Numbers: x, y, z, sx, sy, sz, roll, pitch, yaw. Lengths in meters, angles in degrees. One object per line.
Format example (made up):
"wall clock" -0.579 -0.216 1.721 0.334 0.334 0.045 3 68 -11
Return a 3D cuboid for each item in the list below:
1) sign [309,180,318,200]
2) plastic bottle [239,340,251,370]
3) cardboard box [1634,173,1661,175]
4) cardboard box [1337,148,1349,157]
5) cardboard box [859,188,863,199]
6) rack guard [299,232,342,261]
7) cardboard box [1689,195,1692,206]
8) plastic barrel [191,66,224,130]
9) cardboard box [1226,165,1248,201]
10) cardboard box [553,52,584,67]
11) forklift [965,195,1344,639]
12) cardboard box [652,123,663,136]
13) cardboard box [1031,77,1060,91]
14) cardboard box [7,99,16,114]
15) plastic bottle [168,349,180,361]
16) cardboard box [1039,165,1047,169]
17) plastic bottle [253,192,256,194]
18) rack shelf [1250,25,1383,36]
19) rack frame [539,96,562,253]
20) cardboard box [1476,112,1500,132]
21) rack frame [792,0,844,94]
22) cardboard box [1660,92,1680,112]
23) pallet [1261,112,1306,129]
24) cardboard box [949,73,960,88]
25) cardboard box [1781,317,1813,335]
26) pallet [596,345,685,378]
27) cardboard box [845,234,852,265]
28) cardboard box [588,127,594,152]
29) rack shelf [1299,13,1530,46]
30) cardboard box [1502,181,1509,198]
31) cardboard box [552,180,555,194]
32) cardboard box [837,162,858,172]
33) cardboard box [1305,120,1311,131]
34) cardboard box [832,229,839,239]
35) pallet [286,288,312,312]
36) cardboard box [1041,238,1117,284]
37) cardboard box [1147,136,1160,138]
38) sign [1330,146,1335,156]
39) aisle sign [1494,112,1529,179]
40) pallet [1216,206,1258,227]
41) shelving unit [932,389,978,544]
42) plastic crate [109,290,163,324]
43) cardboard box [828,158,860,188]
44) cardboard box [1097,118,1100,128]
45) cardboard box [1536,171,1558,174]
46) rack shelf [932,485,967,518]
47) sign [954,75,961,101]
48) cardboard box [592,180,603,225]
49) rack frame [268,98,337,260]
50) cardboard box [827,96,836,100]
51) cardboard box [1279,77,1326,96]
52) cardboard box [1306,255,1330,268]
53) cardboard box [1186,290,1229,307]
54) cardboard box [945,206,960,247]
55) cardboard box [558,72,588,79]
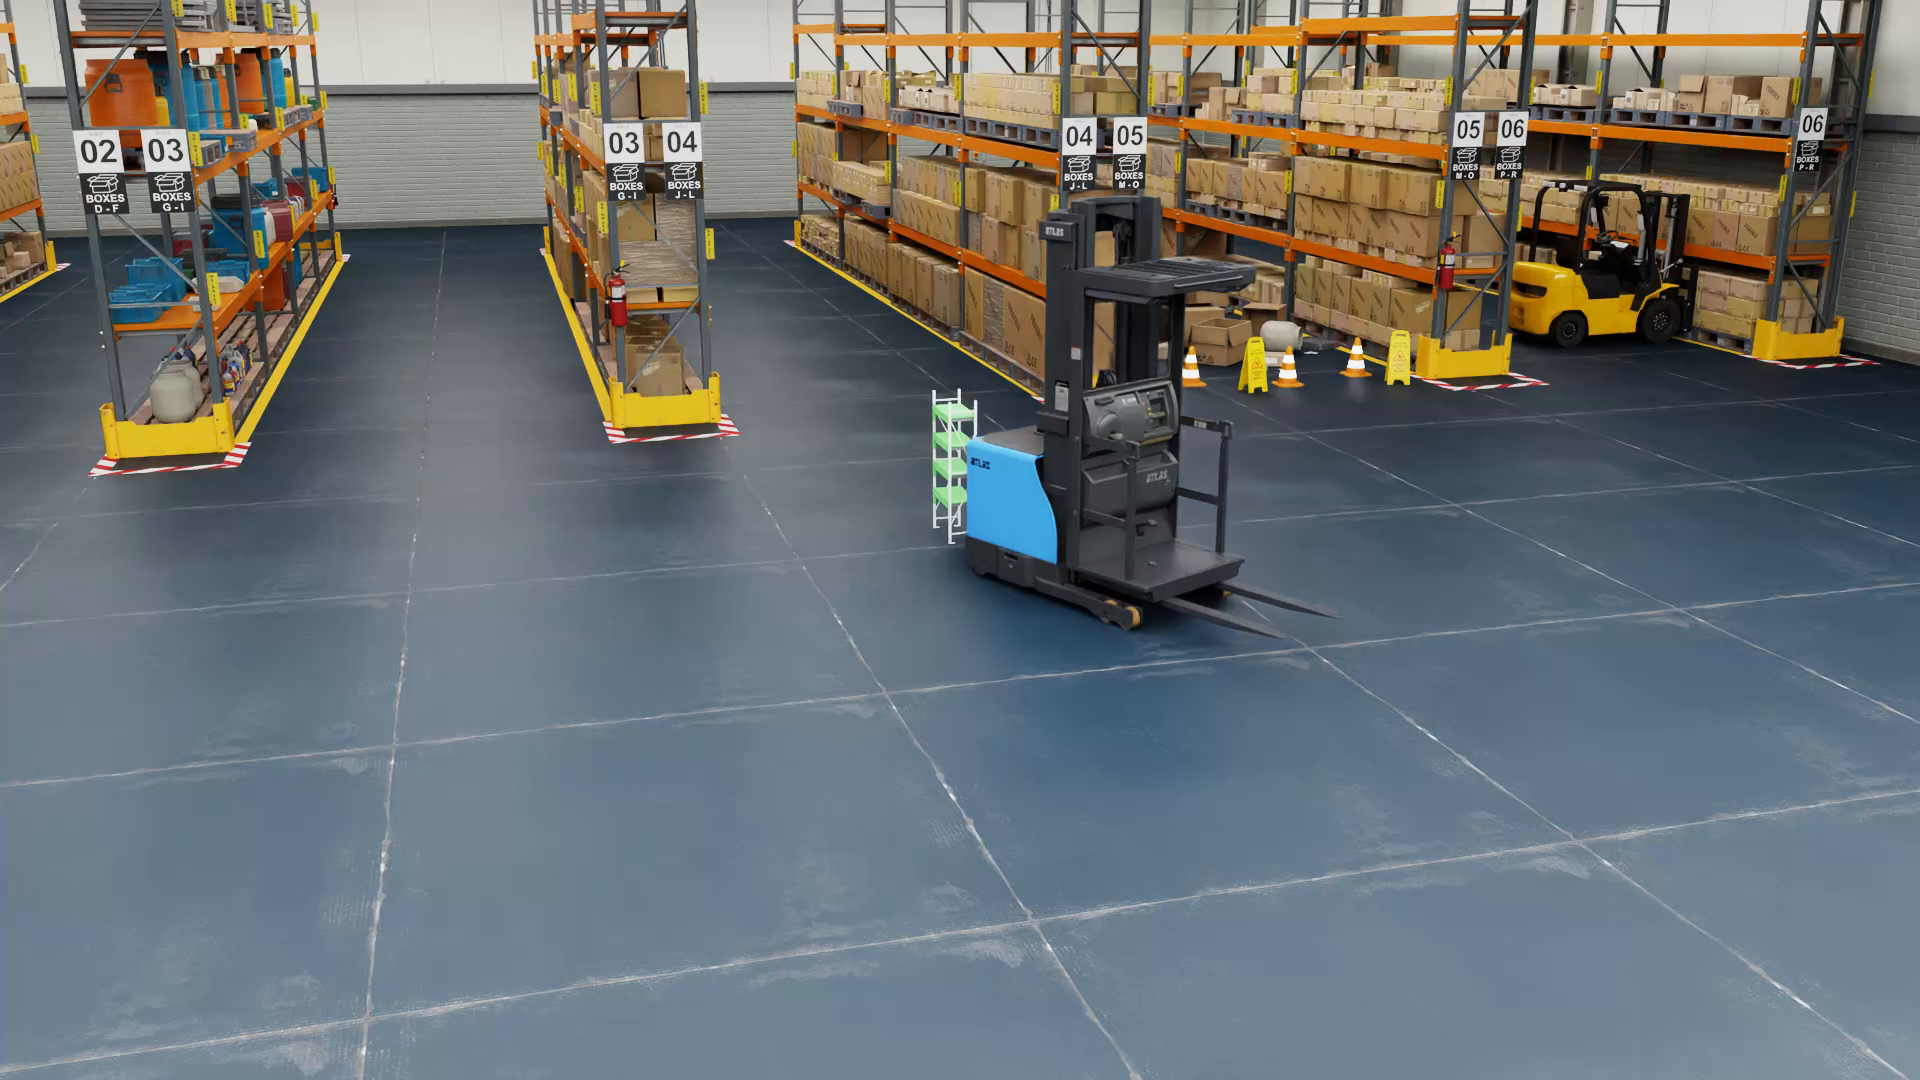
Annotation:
"sign" -10.735 -5.816 27.620 0.100 0.325 0.005 -5 17 -15
"plastic bottle" -8.612 -2.215 19.951 0.144 0.351 0.185 -5 17 -17
"cardboard box" 10.374 -5.433 25.007 0.380 0.149 0.250 -5 17 -15
"cardboard box" 7.715 -7.307 32.159 0.700 0.500 0.500 -4 17 -14
"cardboard box" -1.462 -5.755 27.602 0.380 0.149 0.250 -5 18 -18
"rack guard" -12.383 -5.556 31.578 1.175 0.500 0.348 -5 17 -15
"cardboard box" 10.373 -4.751 23.255 0.380 0.149 0.250 -5 17 -16
"plastic barrel" -9.774 -5.590 21.262 0.600 0.901 0.708 -5 17 -15
"cardboard box" 4.459 -5.529 25.725 0.500 0.500 0.500 -5 18 -17
"cardboard box" -7.056 -8.672 30.012 0.500 0.250 0.500 -5 18 -17
"forklift" 1.390 -0.930 11.953 1.130 2.935 3.031 -14 22 -39
"cardboard box" -3.058 -4.363 17.617 0.380 0.149 0.250 -5 17 -16
"cardboard box" 1.036 -5.231 19.085 0.380 0.149 0.250 -4 17 -14
"cardboard box" -16.606 -7.461 28.623 0.500 0.250 0.500 -5 17 -15
"plastic bottle" -9.191 -2.062 19.441 0.144 0.351 0.185 -5 18 -18
"cardboard box" 1.948 -7.677 34.122 0.500 0.500 0.500 -5 17 -16
"plastic bottle" -11.468 -5.483 27.077 0.144 0.351 0.185 -5 17 -15
"rack shelf" 7.248 -10.290 33.821 1.077 0.370 4.000 -5 17 -15
"rack frame" -7.602 -7.139 32.504 1.000 3.000 0.127 -5 17 -15
"cardboard box" 6.442 -5.164 20.459 0.500 0.250 0.500 -5 17 -16
"rack frame" -2.805 -10.376 32.853 1.000 3.000 0.127 -5 17 -15
"cardboard box" 10.112 -6.183 23.438 0.396 0.266 0.258 -5 17 -17
"pallet" 5.157 -6.129 24.254 1.213 0.211 1.003 -5 17 -15
"cardboard box" 0.141 -6.565 24.302 0.500 0.500 0.500 -5 17 -15
"cardboard box" 11.148 -2.926 22.527 0.500 0.250 0.500 -5 17 -15
"pallet" -4.085 -2.301 21.246 1.003 0.211 1.213 -5 17 -15
"cardboard box" -1.758 -5.175 29.582 0.500 0.500 0.500 -4 17 -13
"cardboard box" -3.997 -4.610 19.132 0.500 0.250 0.500 -5 17 -16
"rack shelf" 5.774 -6.577 21.461 1.077 0.370 4.000 -5 17 -15
"cardboard box" 9.212 -5.704 27.120 0.500 0.250 0.500 -4 17 -14
"cardboard box" -6.876 -6.204 29.137 0.500 0.250 0.500 -5 17 -16
"cardboard box" -1.957 -6.540 29.184 0.380 0.149 0.250 -4 17 -14
"cardboard box" 5.073 -5.813 23.311 0.380 0.149 0.250 -5 17 -16
"cardboard box" -2.162 -5.663 30.781 0.380 0.149 0.250 -4 17 -15
"pallet" -10.754 -3.751 26.071 1.003 0.211 1.213 -5 17 -15
"cardboard box" 1.447 -3.248 19.291 0.875 0.550 0.550 -5 17 -15
"cardboard box" 3.390 -7.239 30.925 0.500 0.500 0.500 -4 17 -13
"sign" 7.278 -7.579 32.464 0.100 0.325 0.005 -5 17 -15
"aisle sign" 6.639 -4.749 20.029 0.394 0.787 0.004 -5 17 -15
"pallet" 4.709 -5.073 25.961 1.003 0.211 1.213 -5 17 -15
"shelving unit" -0.045 -0.620 13.932 0.258 1.200 0.503 -5 17 -15
"plastic crate" -8.392 -2.365 16.870 0.499 0.251 0.616 -5 17 -15
"cardboard box" -2.110 -6.698 30.347 0.500 0.500 0.500 -5 17 -15
"cardboard box" 1.735 -4.833 19.147 0.380 0.149 0.250 -5 17 -15
"cardboard box" 9.621 -5.964 27.293 0.380 0.149 0.250 -4 17 -14
"rack shelf" -0.045 -0.329 14.019 0.258 0.148 0.480 -5 17 -15
"sign" -0.026 -5.973 21.963 0.100 0.325 0.005 -5 17 -15
"cardboard box" -4.001 -3.930 19.393 0.500 0.500 0.500 -5 17 -15
"rack frame" -12.364 -6.747 31.200 1.000 3.000 0.127 -5 17 -15
"cardboard box" -2.100 -7.876 30.004 0.500 0.250 0.500 -4 17 -14
"cardboard box" 4.943 -6.559 24.020 0.500 0.250 0.500 -4 17 -14
"cardboard box" 5.104 -3.933 23.451 0.380 0.149 0.250 -4 17 -14
"cardboard box" 3.521 -3.620 23.816 0.500 0.500 0.500 -5 17 -15
"cardboard box" 0.092 -4.355 23.062 0.500 0.500 0.500 -5 17 -16
"cardboard box" -6.333 -7.558 27.783 0.700 0.500 0.500 -4 17 -14
